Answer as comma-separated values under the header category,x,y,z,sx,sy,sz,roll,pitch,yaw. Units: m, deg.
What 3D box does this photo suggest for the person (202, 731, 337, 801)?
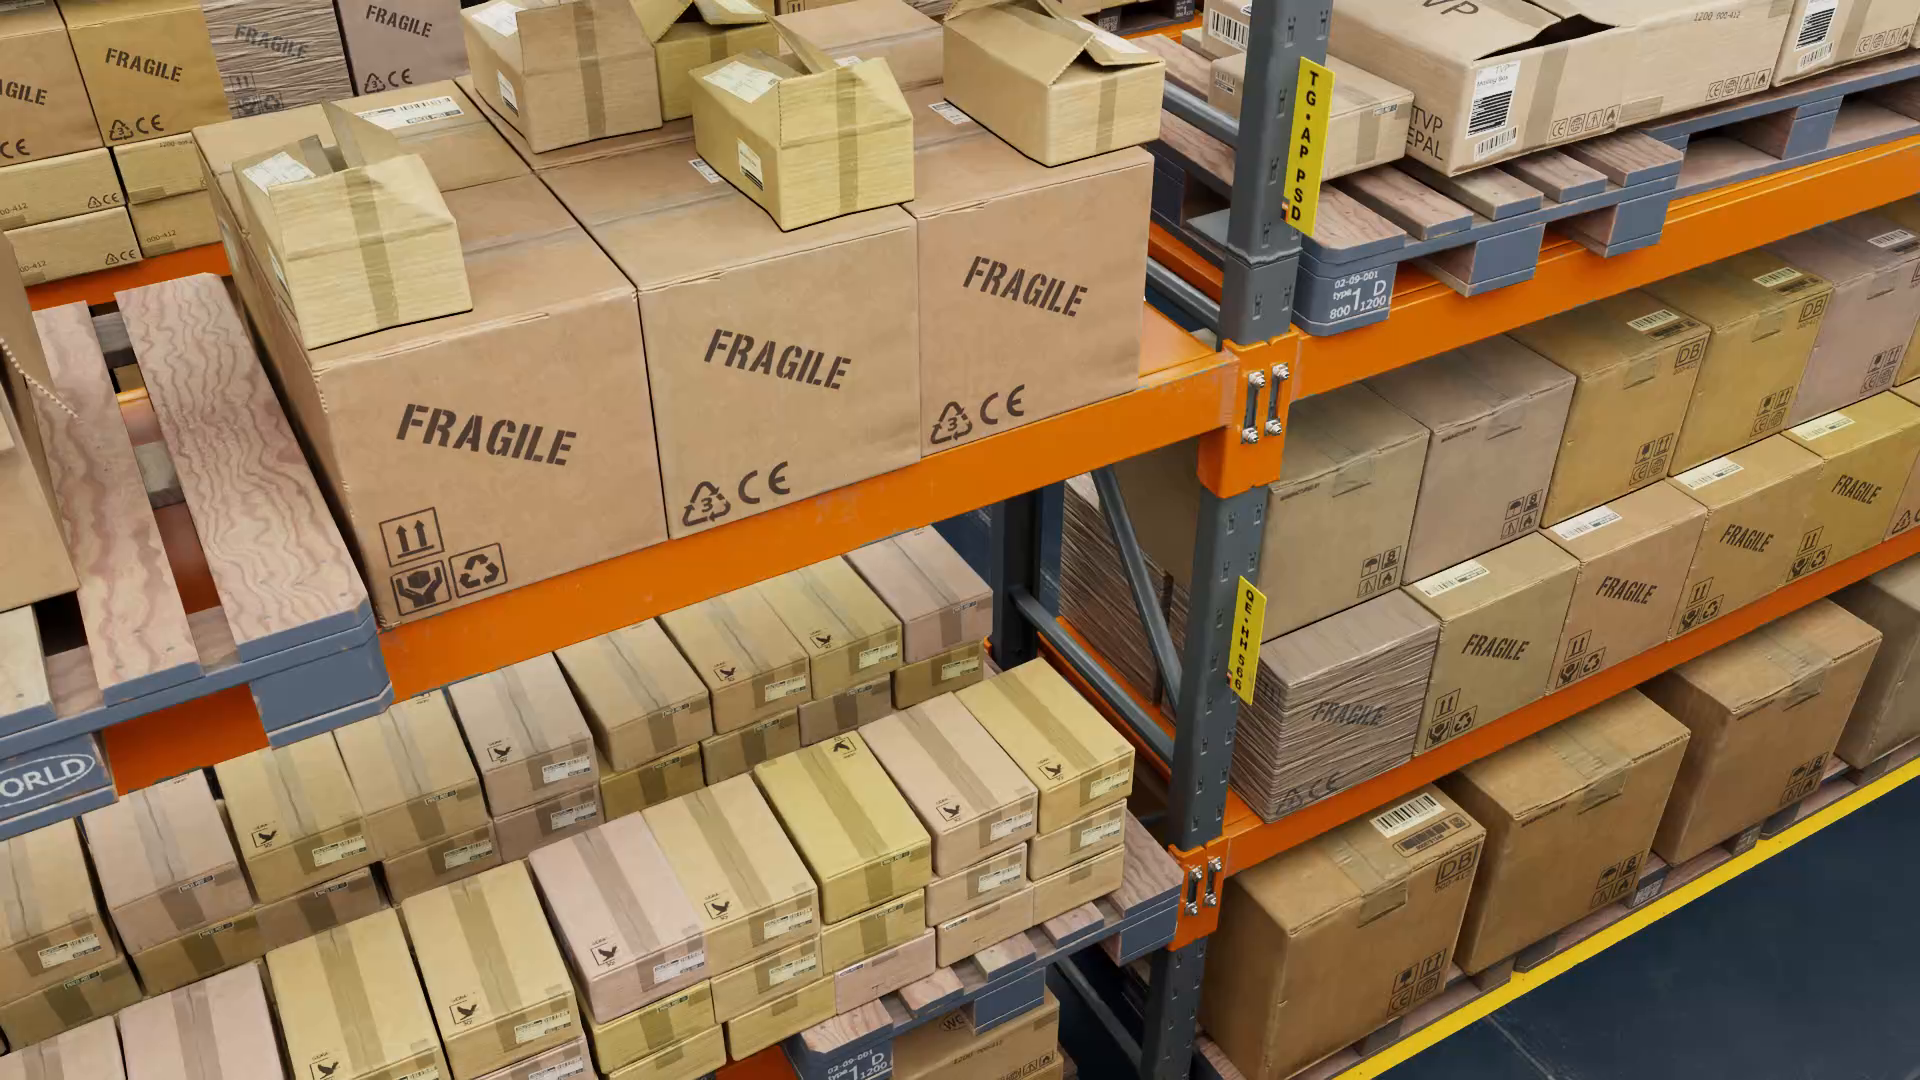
category,x,y,z,sx,sy,sz,roll,pitch,yaw
person,-2.512,0.332,5.702,0.583,1.838,0.580,-22,42,-26
